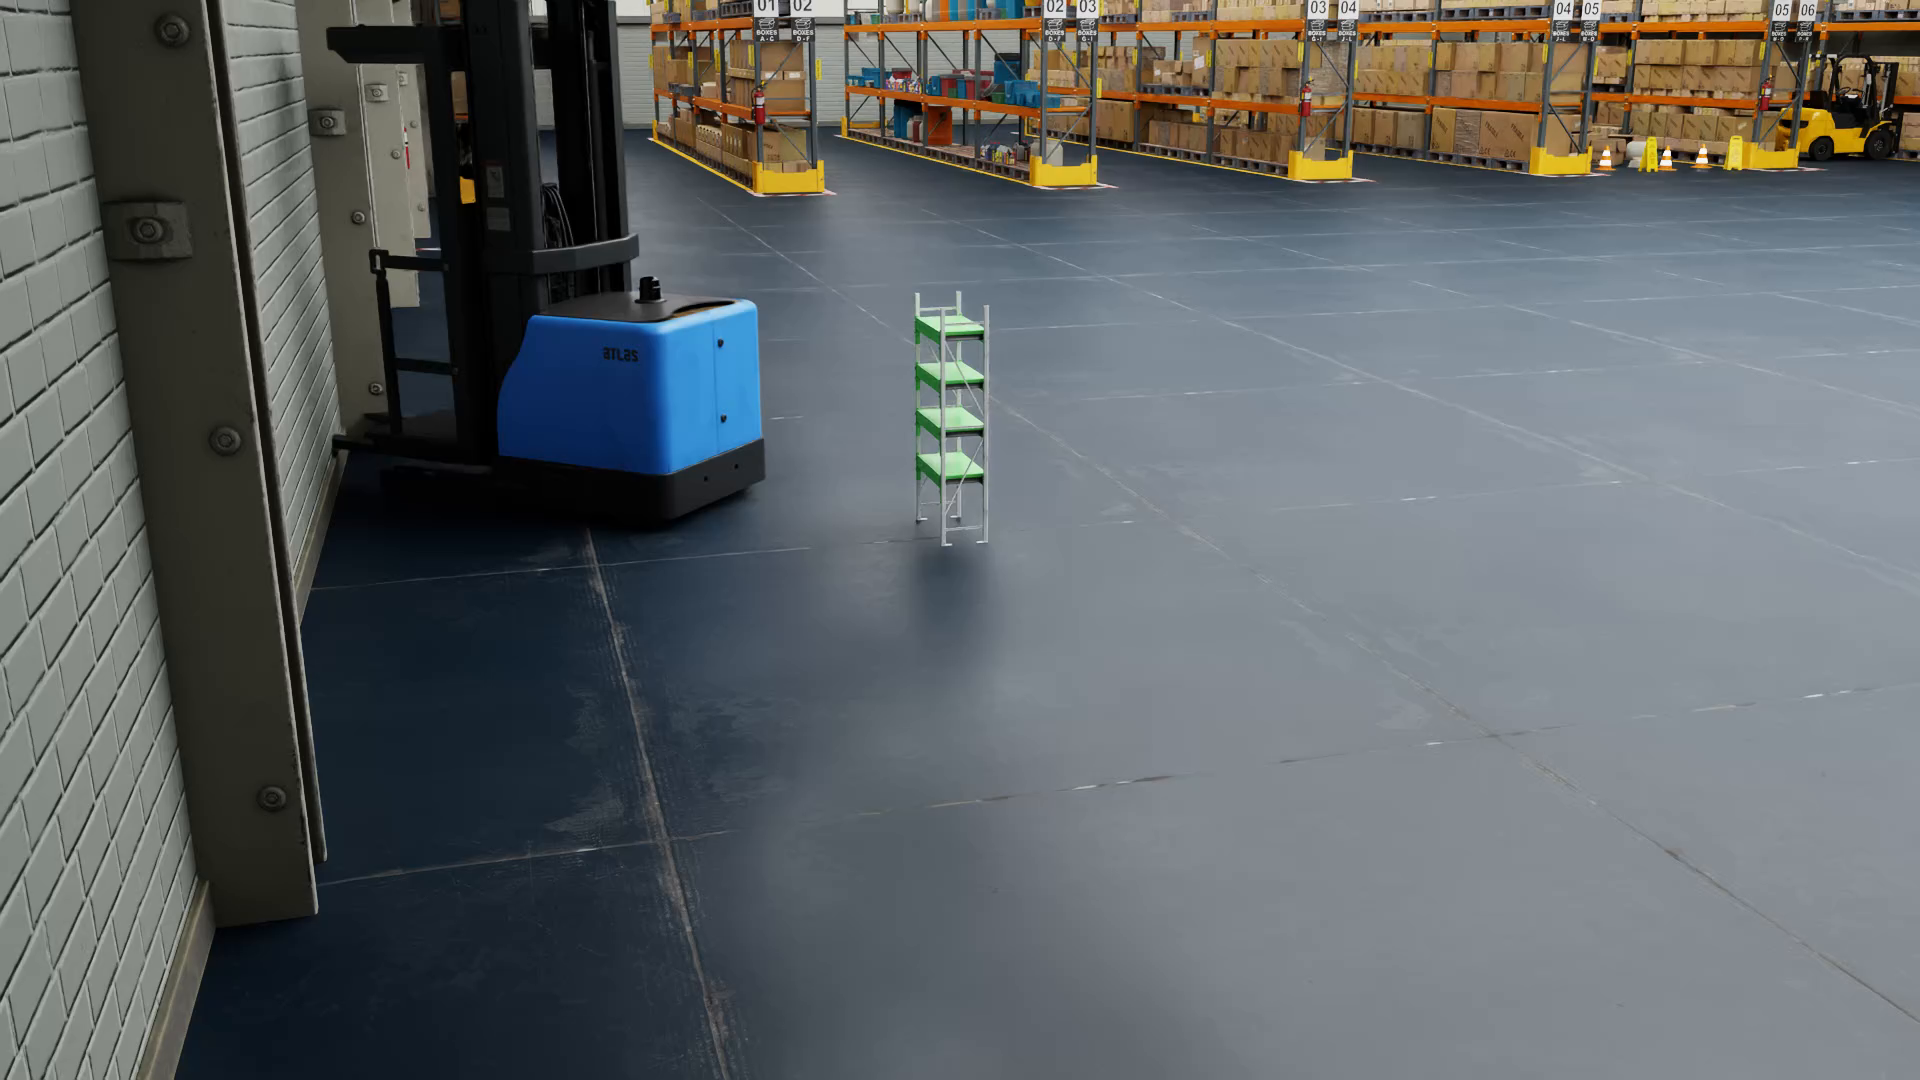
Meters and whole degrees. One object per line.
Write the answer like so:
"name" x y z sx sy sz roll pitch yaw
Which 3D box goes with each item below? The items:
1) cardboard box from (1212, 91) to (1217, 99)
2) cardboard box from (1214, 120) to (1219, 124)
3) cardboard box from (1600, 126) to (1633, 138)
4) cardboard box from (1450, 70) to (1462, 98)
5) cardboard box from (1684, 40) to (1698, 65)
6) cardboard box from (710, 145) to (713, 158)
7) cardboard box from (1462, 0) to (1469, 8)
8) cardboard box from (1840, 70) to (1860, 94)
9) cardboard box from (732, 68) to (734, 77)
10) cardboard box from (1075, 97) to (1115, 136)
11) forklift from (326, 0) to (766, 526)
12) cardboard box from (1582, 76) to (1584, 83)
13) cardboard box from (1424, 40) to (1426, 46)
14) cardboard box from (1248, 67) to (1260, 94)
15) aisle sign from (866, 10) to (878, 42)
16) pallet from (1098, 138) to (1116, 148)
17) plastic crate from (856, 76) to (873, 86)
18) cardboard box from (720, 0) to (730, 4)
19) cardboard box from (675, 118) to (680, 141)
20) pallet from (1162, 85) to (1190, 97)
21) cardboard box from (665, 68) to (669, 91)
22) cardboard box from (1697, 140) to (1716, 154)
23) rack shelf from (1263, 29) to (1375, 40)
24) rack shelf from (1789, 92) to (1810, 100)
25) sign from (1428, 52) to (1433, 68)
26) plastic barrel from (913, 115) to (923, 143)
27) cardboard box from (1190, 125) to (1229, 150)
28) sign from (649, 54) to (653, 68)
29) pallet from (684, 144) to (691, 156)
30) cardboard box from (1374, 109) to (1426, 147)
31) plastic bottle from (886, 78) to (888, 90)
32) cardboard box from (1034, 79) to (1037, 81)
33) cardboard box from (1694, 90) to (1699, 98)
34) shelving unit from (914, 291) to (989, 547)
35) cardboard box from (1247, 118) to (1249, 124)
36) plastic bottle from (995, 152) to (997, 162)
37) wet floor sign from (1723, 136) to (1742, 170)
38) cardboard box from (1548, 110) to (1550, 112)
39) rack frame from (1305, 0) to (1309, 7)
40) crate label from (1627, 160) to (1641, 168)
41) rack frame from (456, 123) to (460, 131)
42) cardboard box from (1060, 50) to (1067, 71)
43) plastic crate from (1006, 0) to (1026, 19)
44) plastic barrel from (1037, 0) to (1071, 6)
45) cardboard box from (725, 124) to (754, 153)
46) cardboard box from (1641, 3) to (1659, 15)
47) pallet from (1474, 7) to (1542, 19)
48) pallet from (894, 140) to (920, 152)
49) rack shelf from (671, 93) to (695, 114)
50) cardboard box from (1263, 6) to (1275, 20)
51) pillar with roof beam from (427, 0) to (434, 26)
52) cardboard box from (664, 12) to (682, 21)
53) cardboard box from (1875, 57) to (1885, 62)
"cardboard box" 5.316 -8.982 33.576 0.380 0.149 0.250 -5 17 -15
"cardboard box" 7.071 -11.321 45.152 0.380 0.149 0.250 -4 17 -15
"cardboard box" 14.928 -9.057 37.226 0.950 0.372 0.625 -4 17 -15
"cardboard box" 10.628 -9.370 34.171 0.875 0.550 0.550 -5 17 -15
"cardboard box" 15.449 -10.078 34.361 0.700 0.500 0.500 -5 17 -16
"cardboard box" -4.651 -7.661 32.792 0.500 0.250 0.500 -4 17 -14
"cardboard box" 10.325 -10.778 33.436 0.380 0.149 0.250 -5 17 -16
"cardboard box" 19.876 -10.124 36.769 0.500 0.500 0.500 -4 17 -14
"cardboard box" -3.951 -8.532 30.339 0.380 0.149 0.250 -5 17 -17
"cardboard box" 3.542 -10.406 40.845 1.225 0.875 0.875 -5 17 -15
"forklift" -2.653 -1.745 9.166 3.031 2.935 1.130 8 18 24
"cardboard box" 14.427 -10.535 38.016 0.380 0.149 0.250 -5 18 -17
"cardboard box" 12.517 -13.161 44.012 0.380 0.149 0.250 -4 17 -14
"cardboard box" 6.046 -8.834 31.955 0.875 0.500 0.500 -5 17 -15
"aisle sign" -2.252 -13.401 43.333 0.394 0.787 0.004 -5 17 -15
"pallet" 3.971 -9.517 39.769 1.003 0.211 1.213 -5 17 -15
"plastic crate" -2.401 -11.603 42.053 0.416 0.233 0.300 -5 17 -15
"cardboard box" -4.095 -9.996 30.154 0.500 0.500 0.500 -3 17 -11
"cardboard box" -6.280 -9.477 38.367 0.500 0.500 0.500 -6 18 -18
"pallet" 5.030 -9.656 35.716 1.003 0.211 1.213 -5 17 -15
"cardboard box" -6.706 -10.925 39.433 0.500 0.500 0.500 -4 17 -14
"cardboard box" 15.558 -8.093 34.230 0.500 0.250 0.500 -5 17 -15
"rack shelf" 8.694 -12.301 40.227 1.077 0.370 4.000 -5 17 -15
"rack shelf" 19.296 -10.571 39.681 1.077 0.370 4.000 -5 17 -15
"sign" 9.824 -10.021 34.723 0.100 0.325 0.005 -5 17 -15
"plastic barrel" -0.777 -9.393 37.970 0.600 0.588 0.708 -5 17 -15
"cardboard box" 5.285 -8.504 35.129 0.700 0.500 0.500 -5 17 -16
"sign" -7.800 -12.094 41.996 0.100 0.325 0.005 -5 17 -15
"pallet" -5.580 -8.721 37.117 1.003 0.211 1.213 -5 17 -15
"cardboard box" 9.824 -9.105 36.730 1.050 0.750 0.750 -5 17 -15
"plastic bottle" -1.724 -10.816 39.447 0.061 0.283 0.133 -5 17 -15
"cardboard box" 2.171 -12.119 44.018 0.380 0.149 0.250 -5 17 -17
"cardboard box" 15.464 -9.253 34.479 0.380 0.149 0.250 -5 17 -15
"shelving unit" -0.045 -0.620 8.432 0.258 1.200 0.503 -5 17 -15
"cardboard box" 7.666 -10.877 43.156 0.380 0.149 0.250 -6 18 -18
"plastic bottle" 0.714 -7.276 31.560 0.097 0.201 0.097 0 17 0
"wet floor sign" 15.197 -7.598 32.624 0.267 0.644 0.232 1 17 4
"cardboard box" 16.872 -12.115 47.186 0.500 0.500 0.500 -4 17 -14
"rack frame" 6.645 -10.952 29.271 1.000 3.000 0.127 -5 17 -15
"crate label" 13.566 -7.539 33.313 0.298 0.136 0.250 16 23 42
"rack frame" -12.040 -11.330 40.957 1.000 3.000 0.127 -5 17 -15
"cardboard box" 2.830 -12.073 41.871 0.500 0.500 0.500 -5 17 -15
"plastic crate" 1.069 -9.620 30.078 0.392 0.384 0.575 -5 17 -15
"plastic barrel" 1.627 -9.655 28.691 0.600 0.830 0.708 -5 17 -15
"cardboard box" -4.009 -7.356 30.473 0.500 0.500 0.500 -5 17 -15
"cardboard box" 14.932 -11.333 35.496 0.500 0.250 0.500 -5 17 -16
"pallet" 10.889 -10.380 32.734 1.003 0.211 1.213 -5 17 -15
"pallet" -0.904 -9.117 38.435 1.003 0.211 1.213 -5 17 -15
"rack shelf" -5.629 -9.718 36.842 1.077 0.370 4.000 -5 17 -15
"cardboard box" 5.996 -9.837 31.034 0.500 0.250 0.500 -4 17 -14
"pillar with roof beam" -7.825 -13.562 37.960 9.100 9.000 0.400 -5 17 -15
"cardboard box" -6.568 -12.094 38.548 0.500 0.250 0.500 -5 17 -15
"cardboard box" 20.078 -10.402 36.048 0.380 0.149 0.250 -5 17 -15
